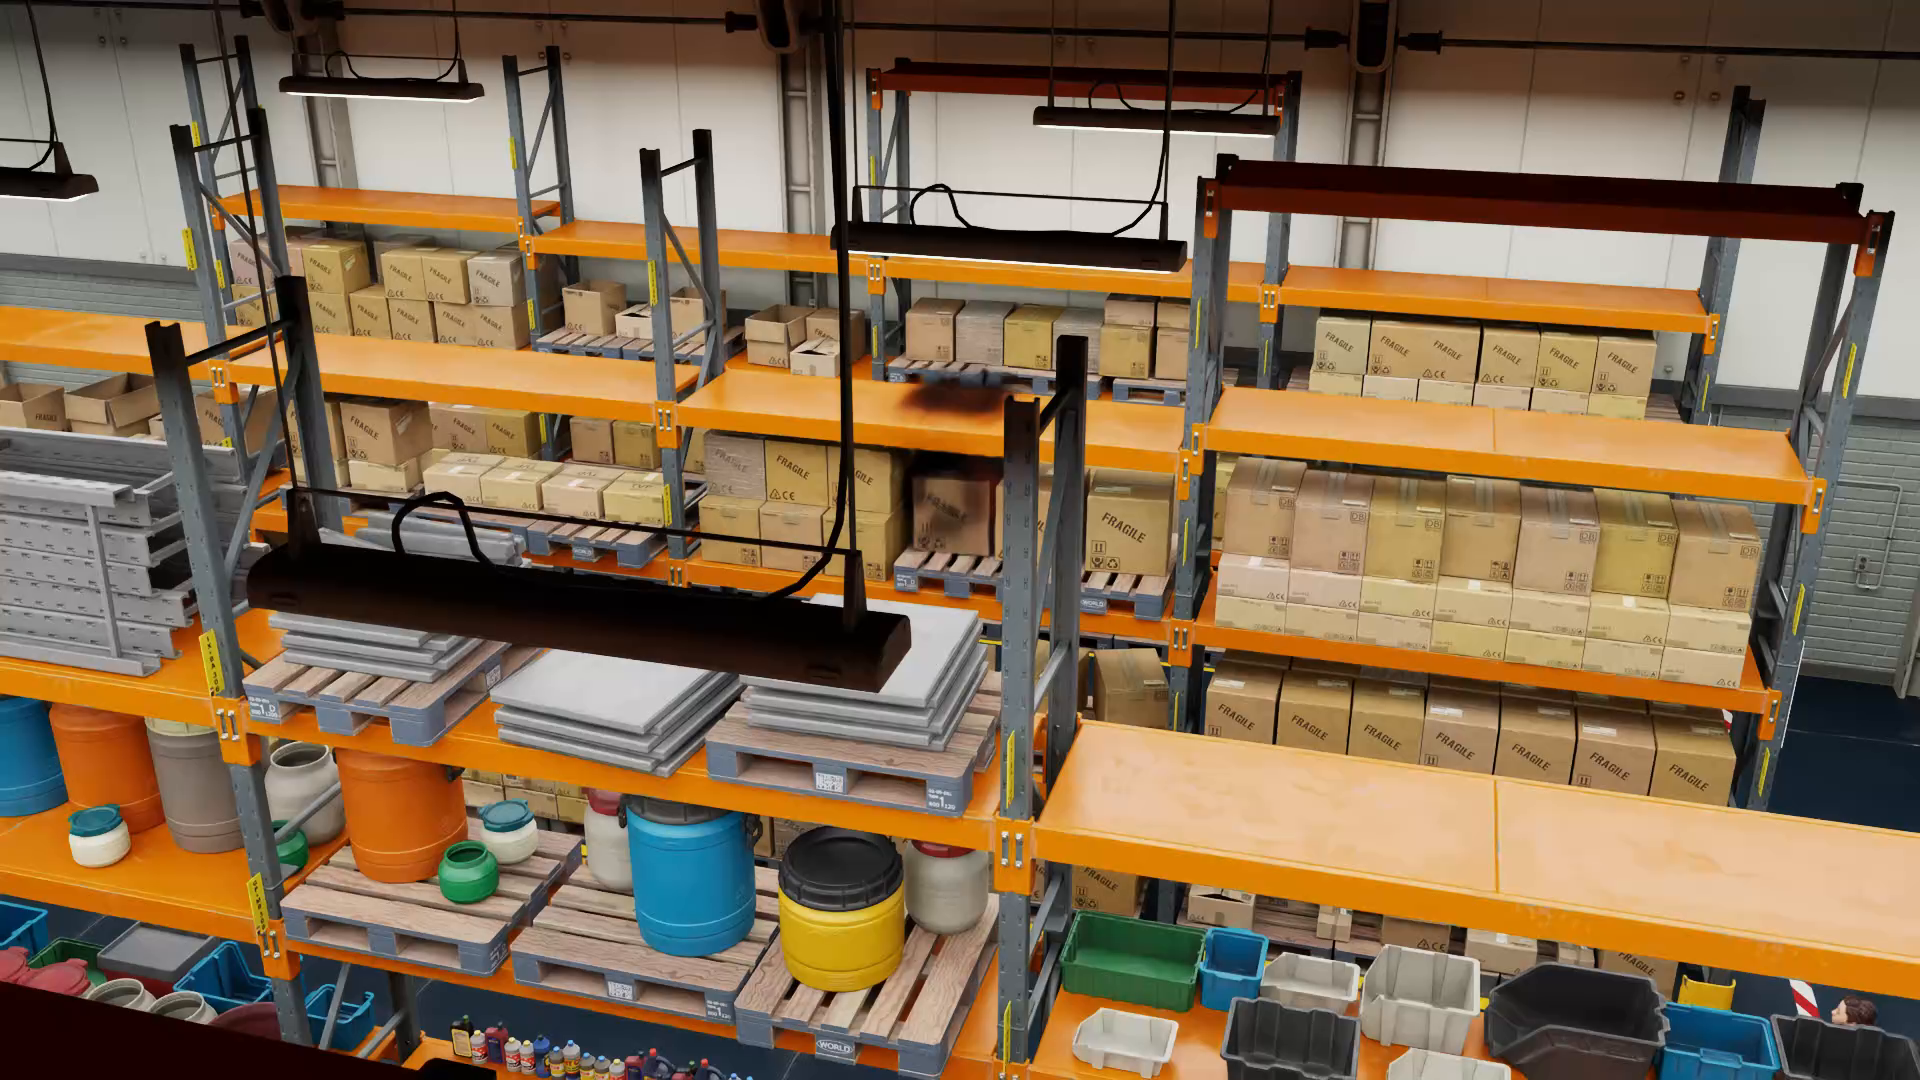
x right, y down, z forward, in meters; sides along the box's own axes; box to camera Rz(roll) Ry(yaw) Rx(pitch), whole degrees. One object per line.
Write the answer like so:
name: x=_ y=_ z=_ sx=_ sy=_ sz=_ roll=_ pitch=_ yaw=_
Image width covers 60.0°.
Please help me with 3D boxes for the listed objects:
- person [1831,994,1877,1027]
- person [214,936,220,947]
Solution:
person: x=5.304 y=3.508 z=10.197 sx=0.552 sy=1.687 sz=0.486 roll=-3 pitch=23 yaw=-7
person: x=-5.773 y=2.493 z=12.481 sx=0.652 sy=1.803 sz=0.412 roll=4 pitch=23 yaw=10
